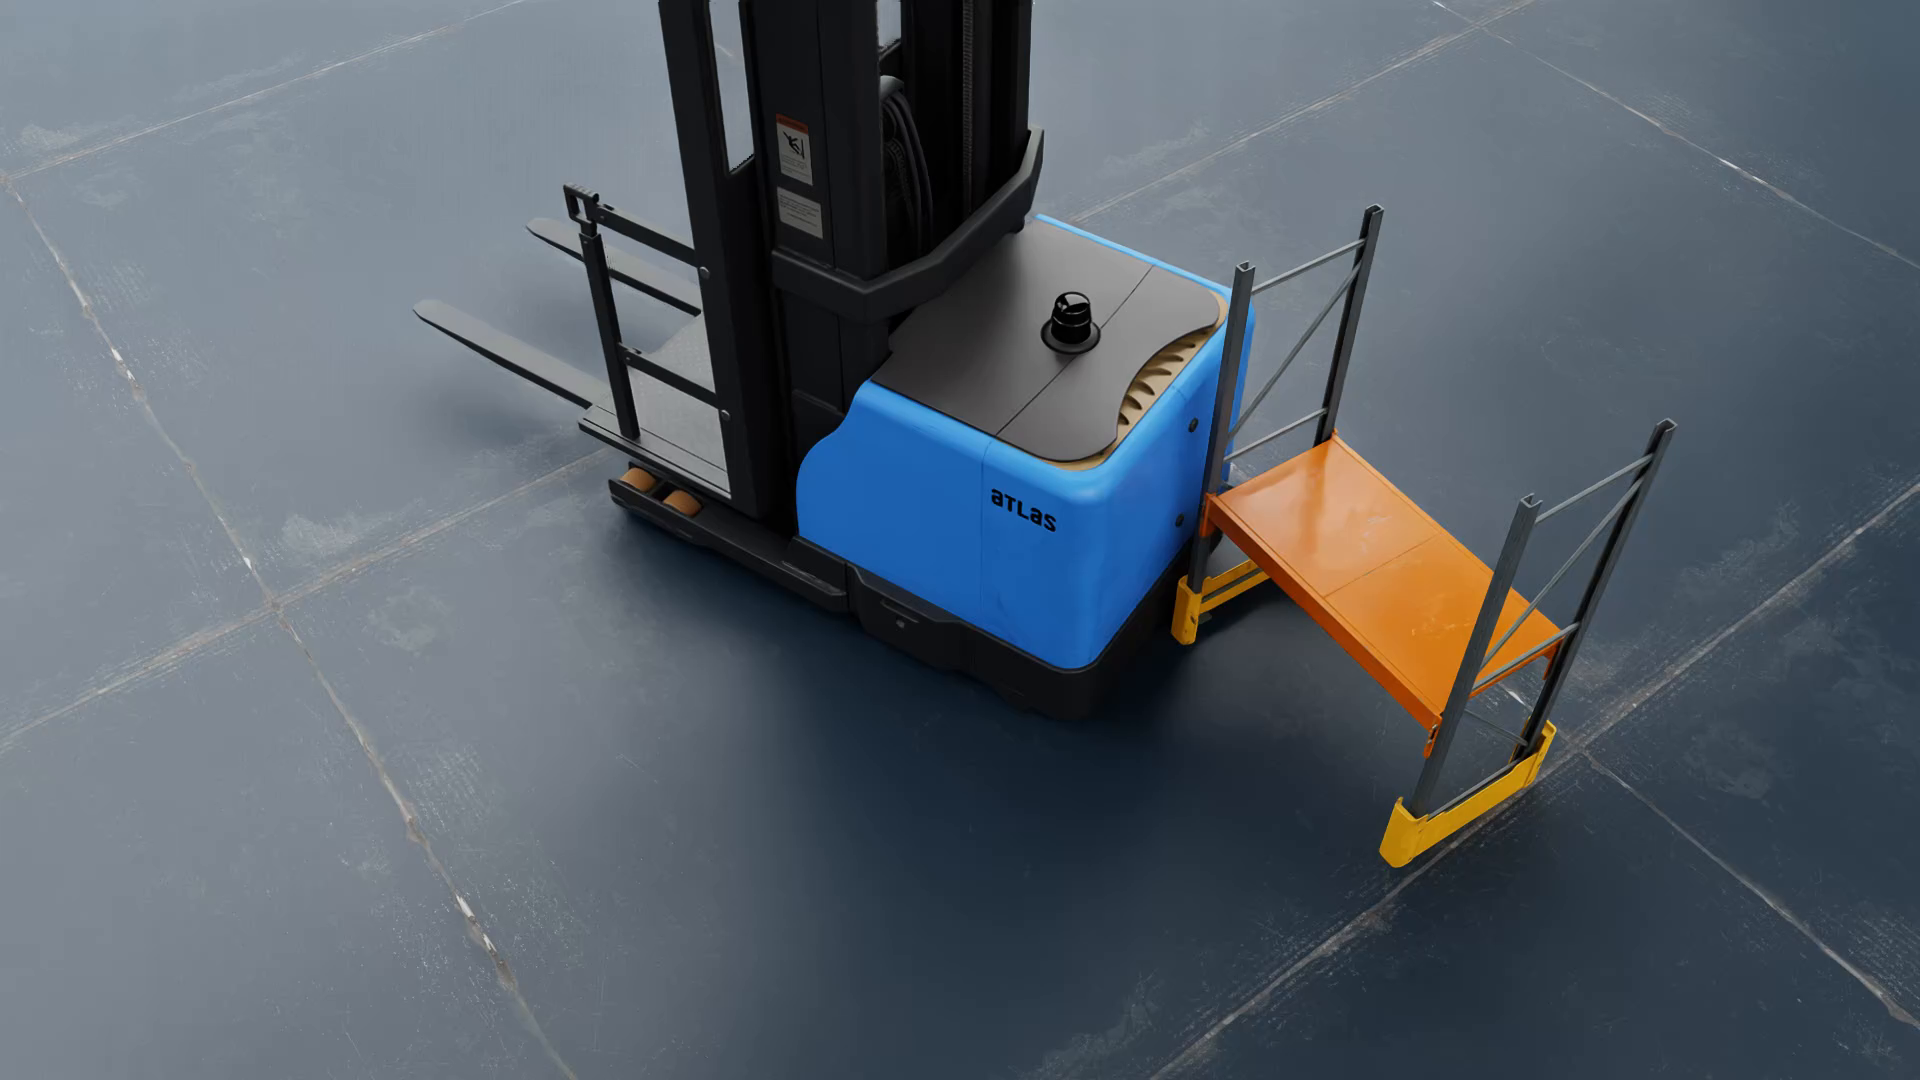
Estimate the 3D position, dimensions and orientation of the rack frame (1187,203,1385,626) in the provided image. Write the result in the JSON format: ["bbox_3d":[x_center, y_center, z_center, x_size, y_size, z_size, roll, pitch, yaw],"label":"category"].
[{"bbox_3d":[0.944,-0.310,5.019,0.500,1.500,0.032,-26,53,-22],"label":"rack frame"}]

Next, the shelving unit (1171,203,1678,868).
[{"bbox_3d":[1.227,0.011,4.728,0.587,1.500,1.083,-26,53,-22],"label":"shelving unit"}]

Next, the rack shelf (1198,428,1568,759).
[{"bbox_3d":[1.222,0.126,4.866,0.538,0.185,1.000,-26,53,-22],"label":"rack shelf"}]

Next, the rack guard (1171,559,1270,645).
[{"bbox_3d":[0.955,0.122,5.471,0.587,0.250,0.087,-26,53,-22],"label":"rack guard"}]

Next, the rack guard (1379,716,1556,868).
[{"bbox_3d":[1.499,0.739,4.911,0.587,0.250,0.087,-26,53,-22],"label":"rack guard"}]

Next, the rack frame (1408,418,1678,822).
[{"bbox_3d":[1.500,0.320,4.447,0.500,1.500,0.032,-26,53,-22],"label":"rack frame"}]

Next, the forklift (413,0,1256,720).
[{"bbox_3d":[-0.610,-1.291,4.942,3.031,2.935,1.130,26,53,22],"label":"forklift"}]
